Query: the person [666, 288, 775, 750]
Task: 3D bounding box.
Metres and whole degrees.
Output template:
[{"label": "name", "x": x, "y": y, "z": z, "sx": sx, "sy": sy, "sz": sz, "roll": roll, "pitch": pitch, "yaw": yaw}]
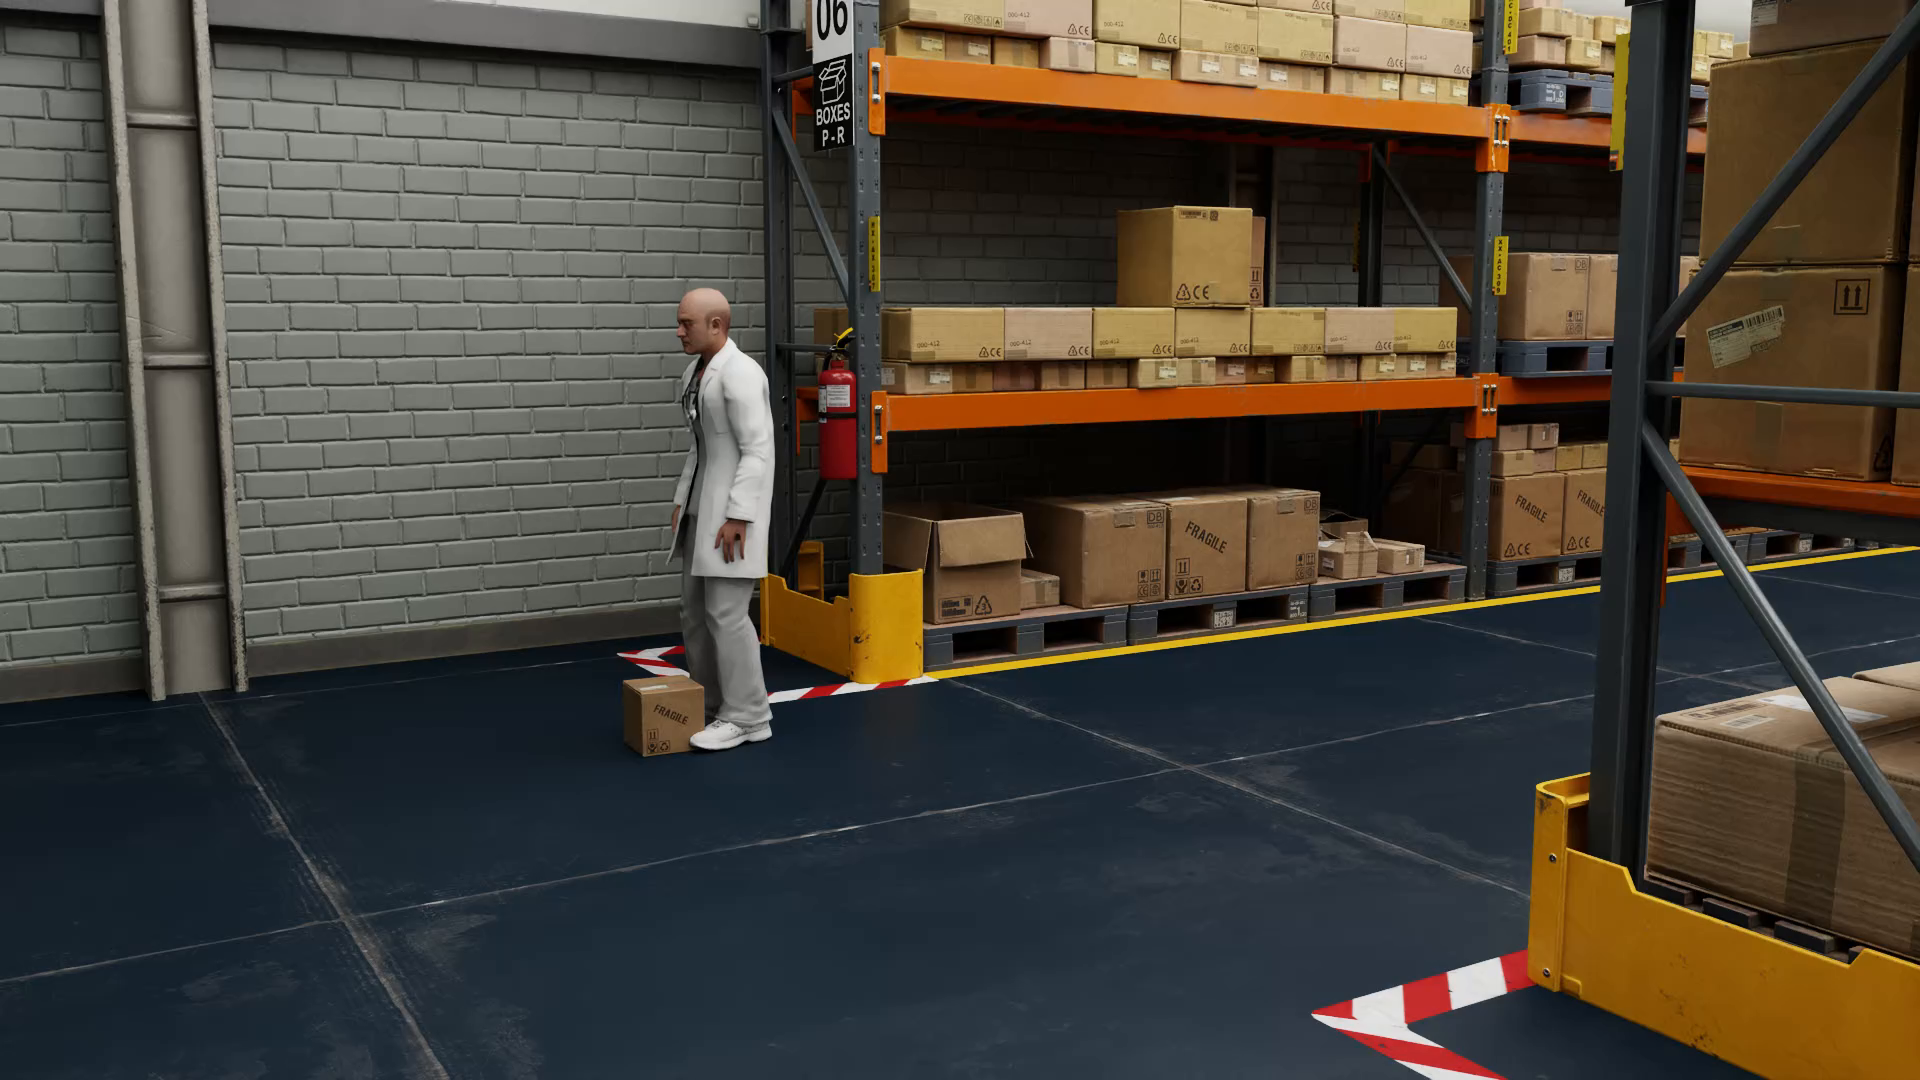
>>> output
[{"label": "person", "x": -0.950, "y": -0.091, "z": 6.520, "sx": 0.420, "sy": 1.774, "sz": 0.644, "roll": -5, "pitch": 9, "yaw": -30}]
